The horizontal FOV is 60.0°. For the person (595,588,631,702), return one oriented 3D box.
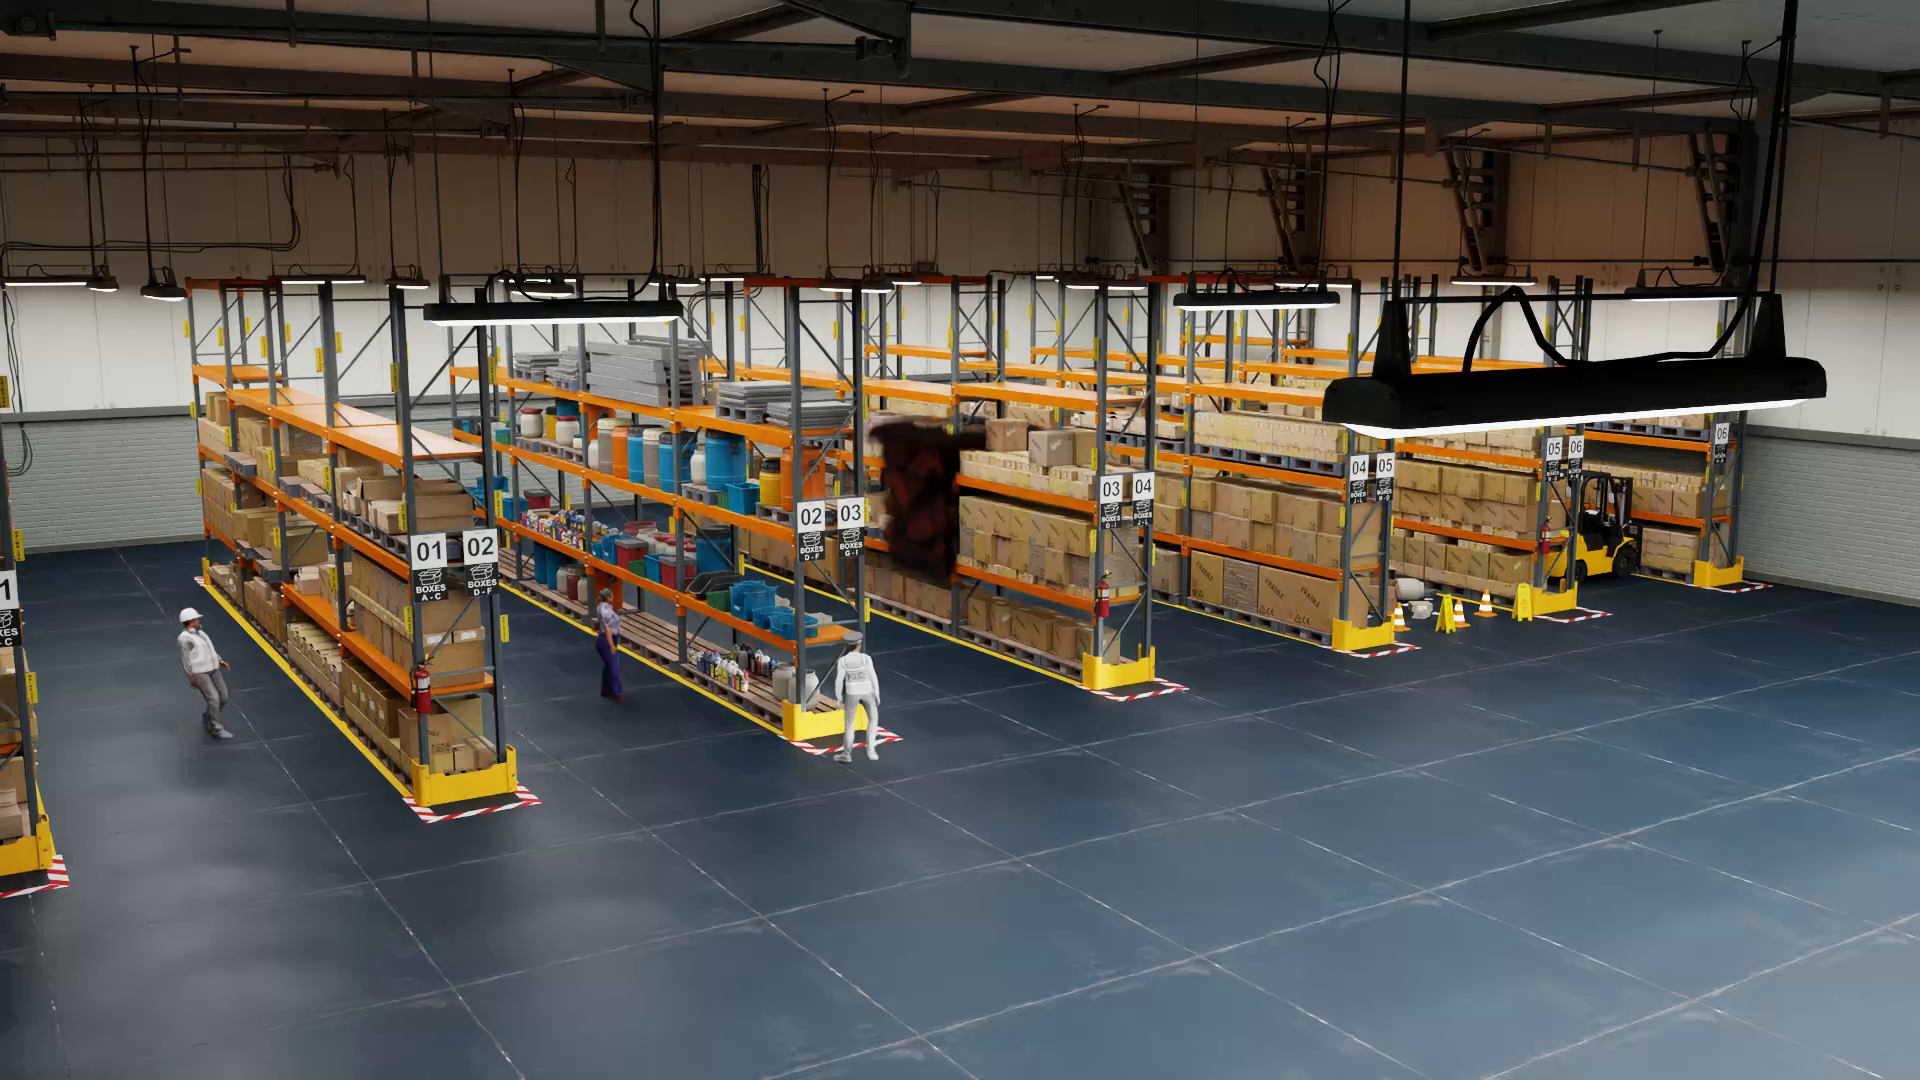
[{"bbox_3d":[-5.023,1.530,24.172,0.511,1.693,0.480,-1,10,-4],"label":"person"}]

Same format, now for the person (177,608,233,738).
[{"bbox_3d":[-10.103,1.782,22.368,0.710,1.742,0.579,2,10,14],"label":"person"}]

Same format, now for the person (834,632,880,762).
[{"bbox_3d":[-1.301,2.000,21.052,0.583,1.678,0.416,-1,10,-9],"label":"person"}]
